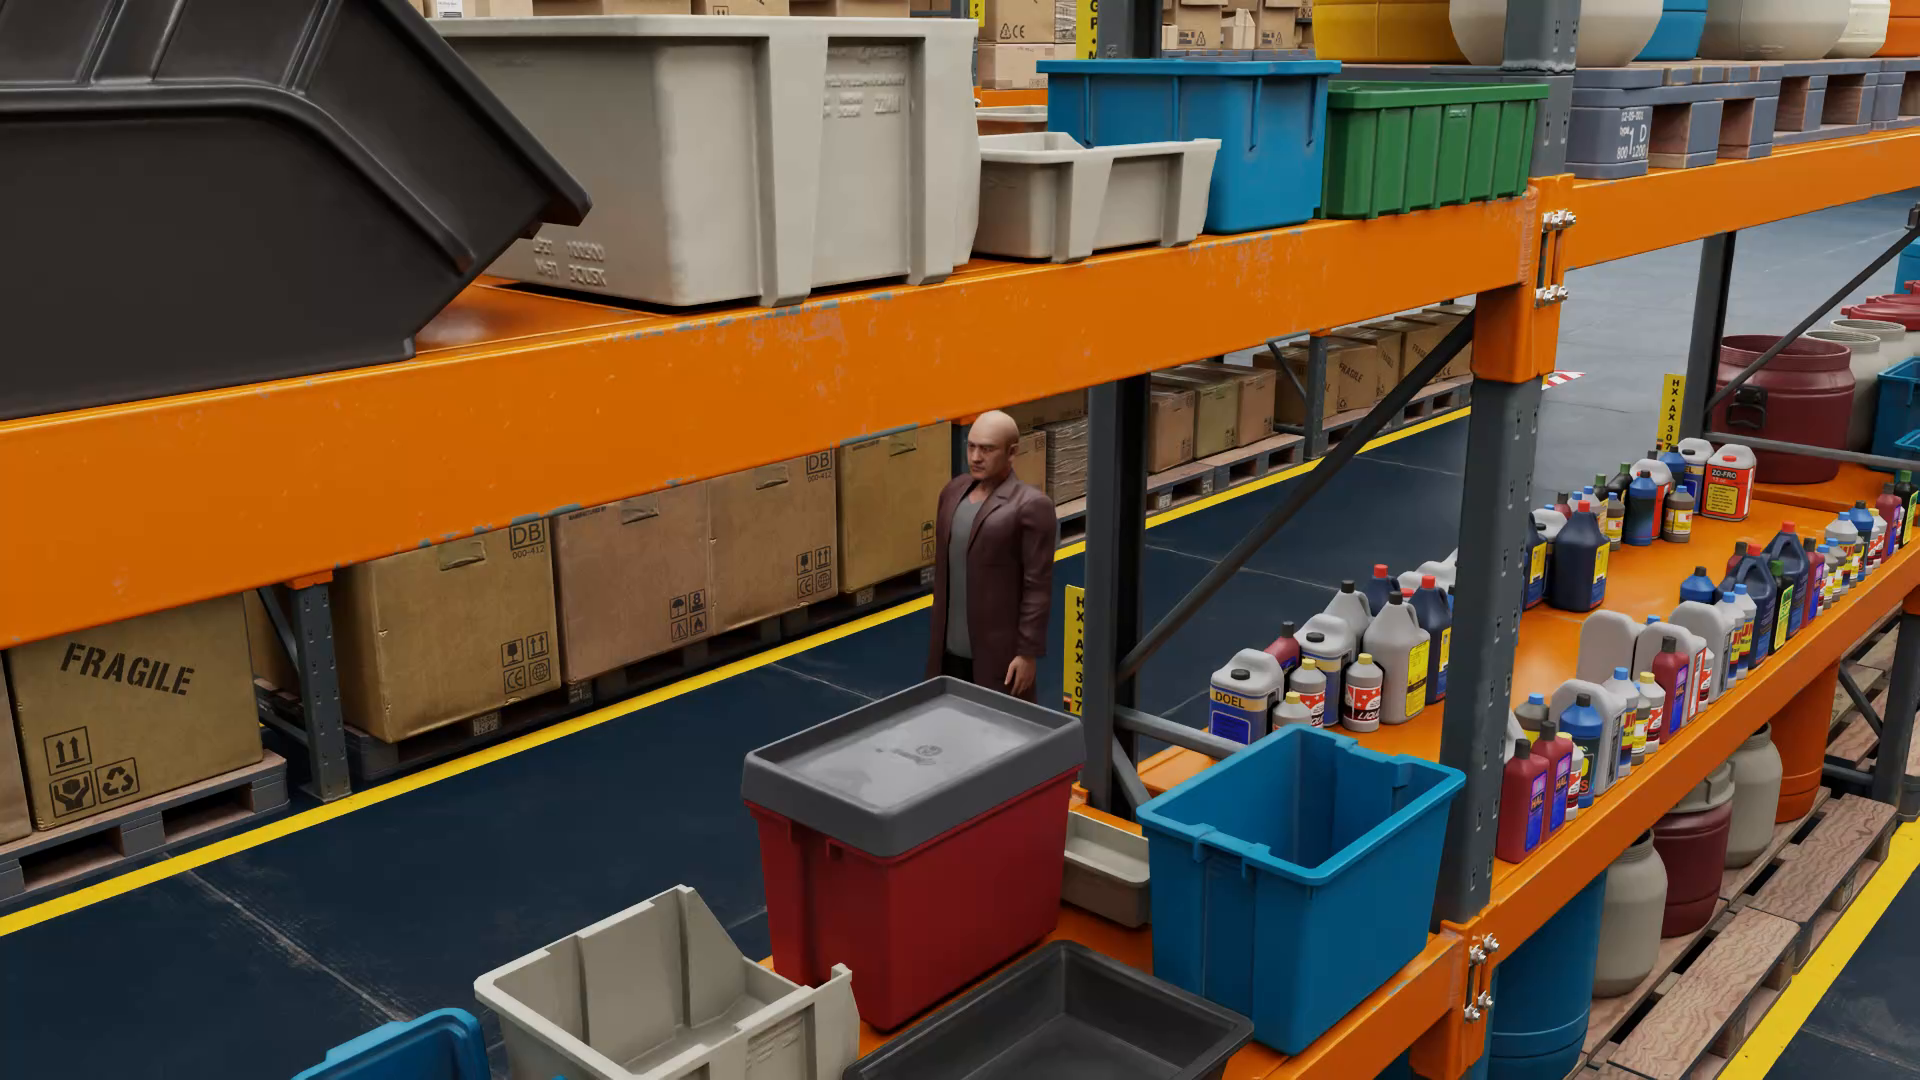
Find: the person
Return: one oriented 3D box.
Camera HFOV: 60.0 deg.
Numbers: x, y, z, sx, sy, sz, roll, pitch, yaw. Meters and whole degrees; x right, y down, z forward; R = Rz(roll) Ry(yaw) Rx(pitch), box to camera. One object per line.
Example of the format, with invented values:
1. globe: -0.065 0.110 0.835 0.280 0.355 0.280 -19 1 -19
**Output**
1. person: 0.094 0.395 6.251 0.561 1.779 0.376 15 22 41
